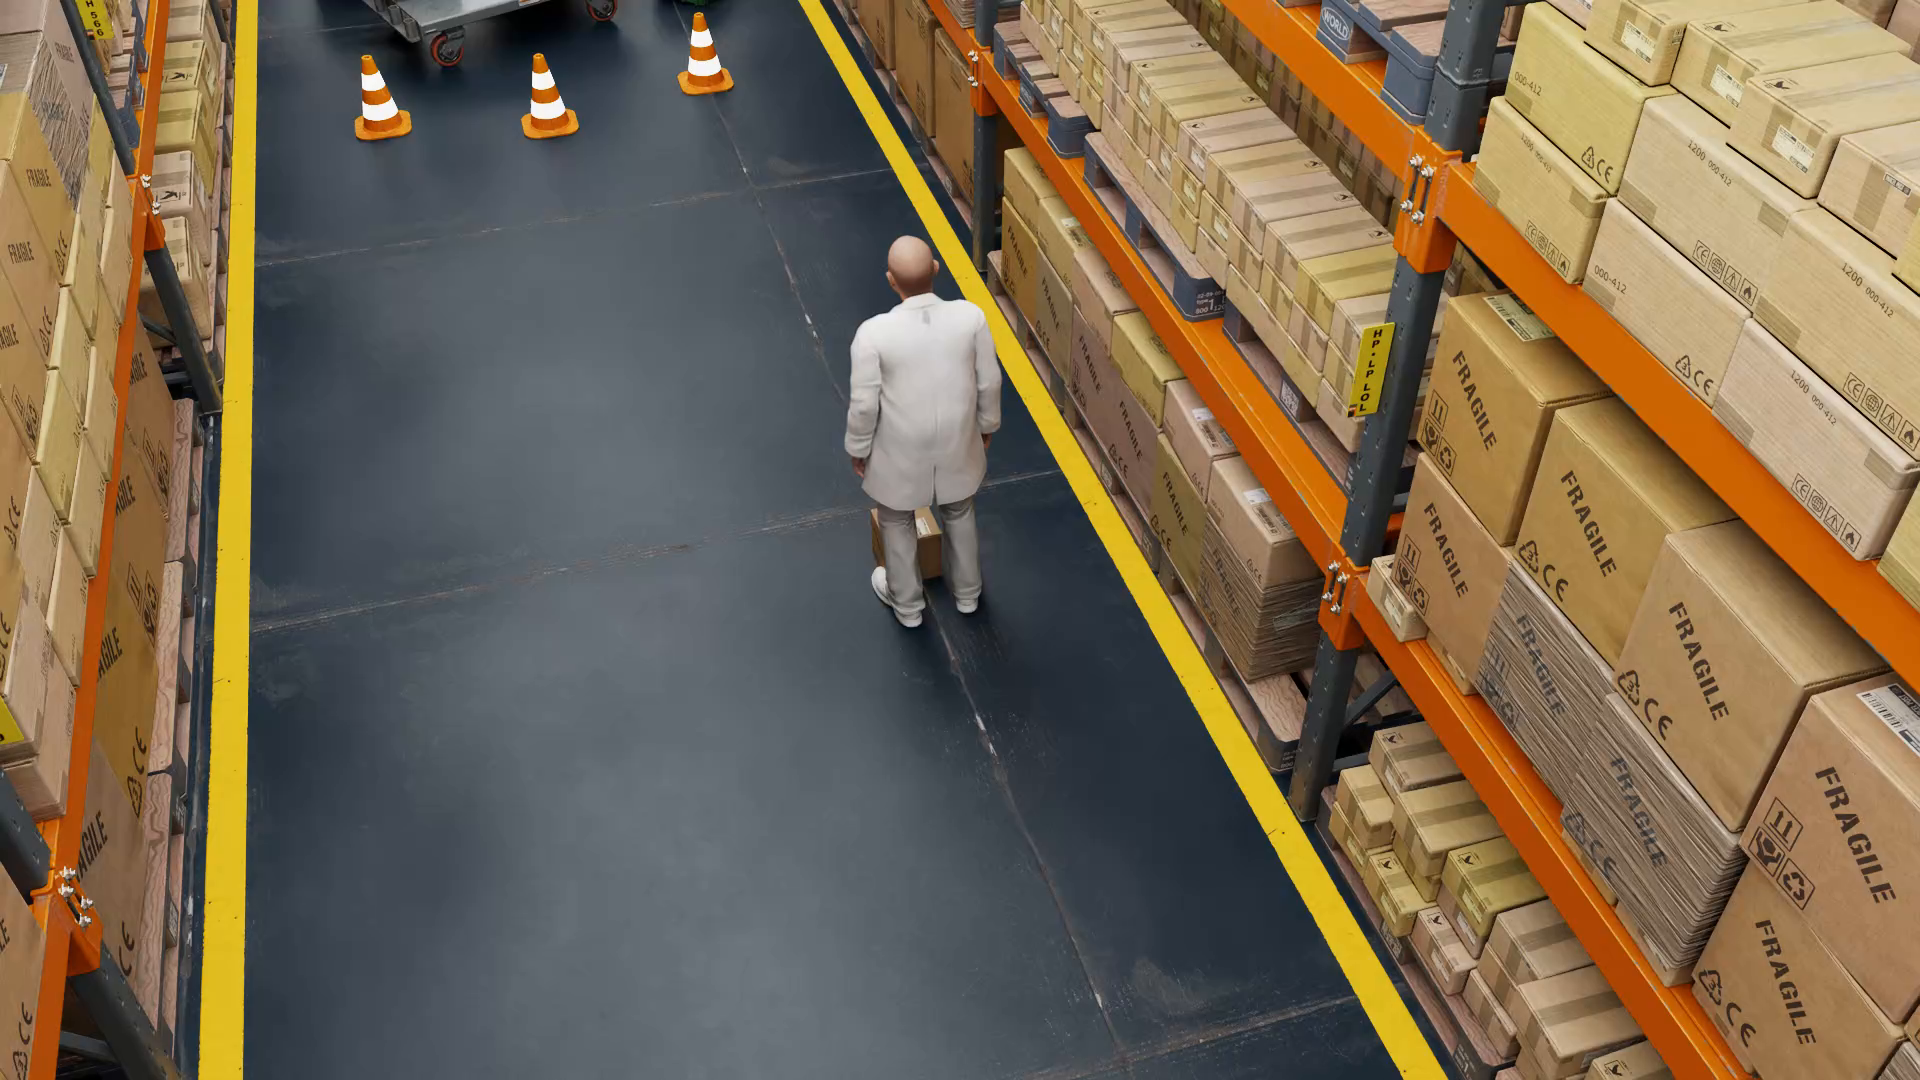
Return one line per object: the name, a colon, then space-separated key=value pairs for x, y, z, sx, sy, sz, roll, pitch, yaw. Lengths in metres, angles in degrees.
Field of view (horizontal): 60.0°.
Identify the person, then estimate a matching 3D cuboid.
person: x=-0.145 y=-0.405 z=6.627 sx=0.640 sy=1.773 sz=0.426 roll=-12 pitch=43 yaw=-13
